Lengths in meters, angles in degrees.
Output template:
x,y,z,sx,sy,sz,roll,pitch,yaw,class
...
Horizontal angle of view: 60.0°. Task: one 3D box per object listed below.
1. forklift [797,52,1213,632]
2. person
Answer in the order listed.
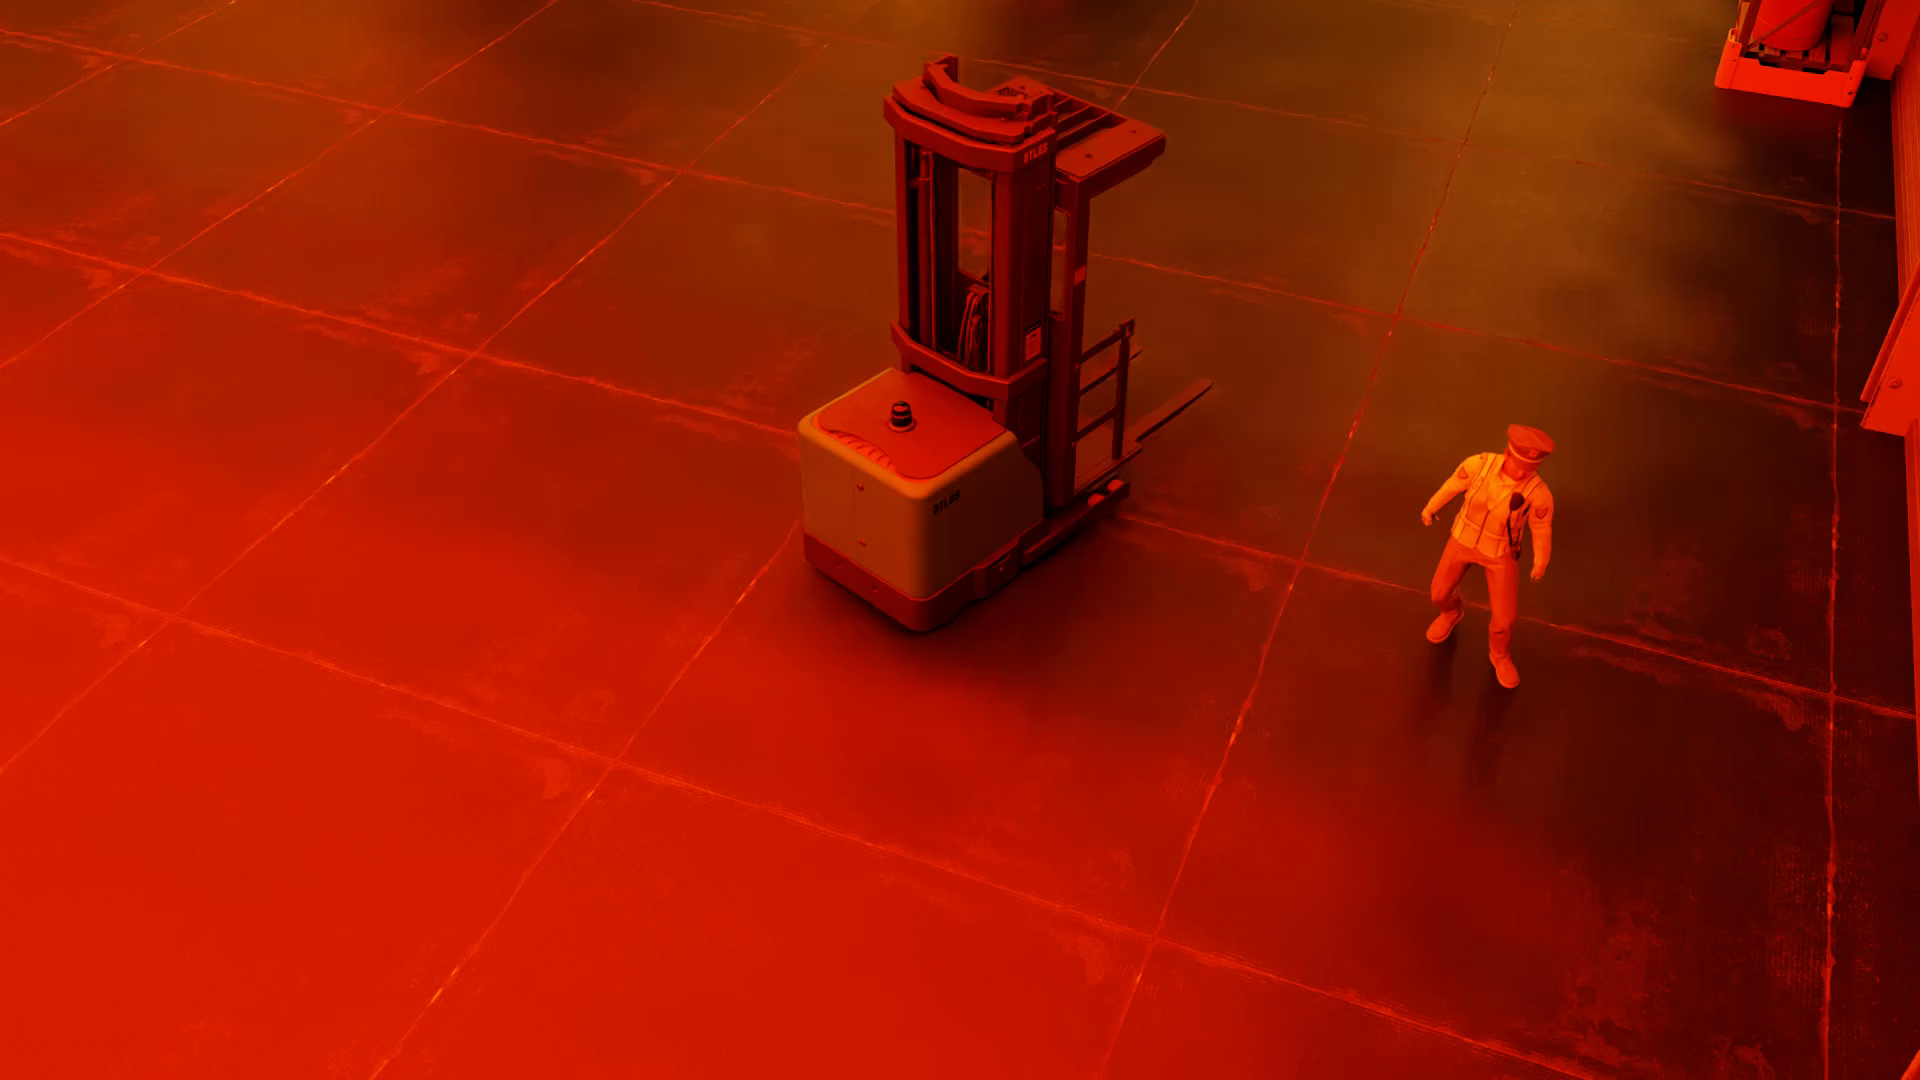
x,y,z,sx,sy,sz,roll,pitch,yaw,class
0.431,-1.454,9.743,1.130,2.935,3.031,31,49,32,forklift
2.870,0.001,9.038,0.793,1.607,0.421,28,47,29,person
